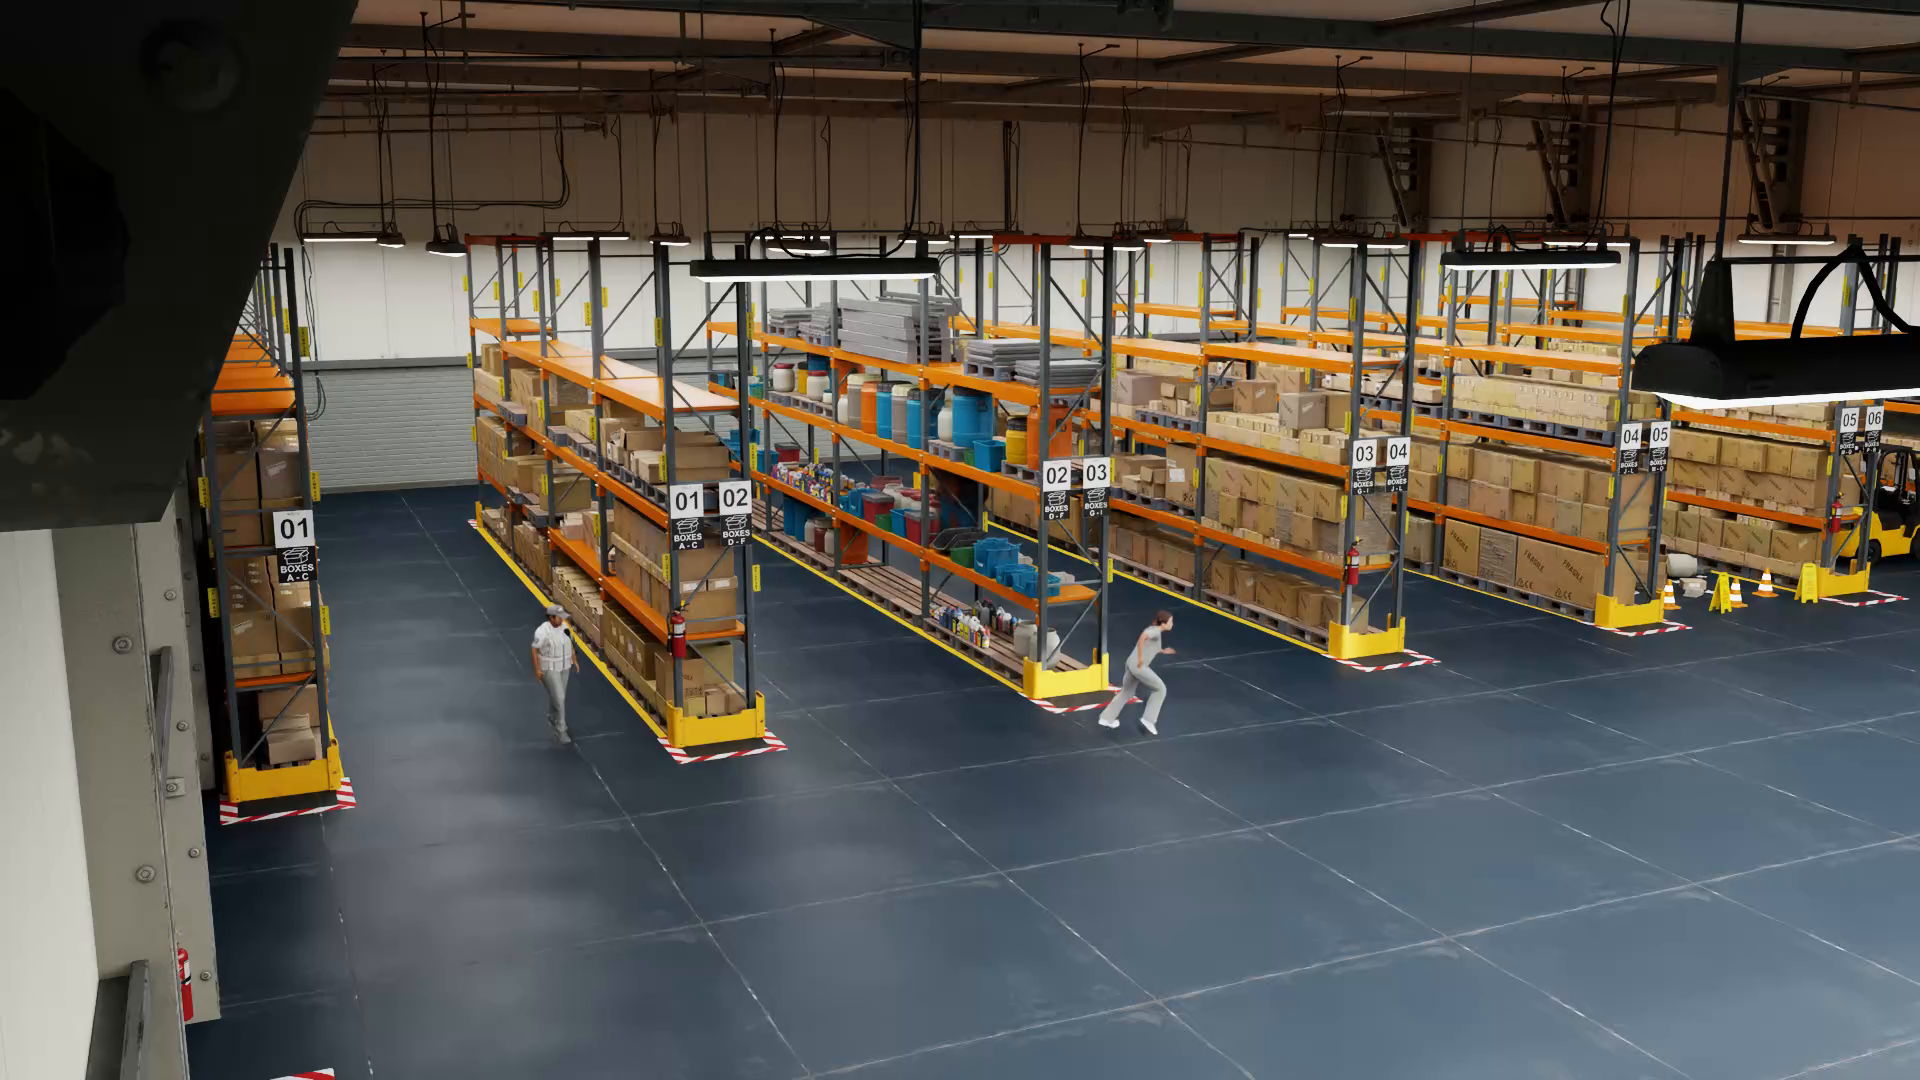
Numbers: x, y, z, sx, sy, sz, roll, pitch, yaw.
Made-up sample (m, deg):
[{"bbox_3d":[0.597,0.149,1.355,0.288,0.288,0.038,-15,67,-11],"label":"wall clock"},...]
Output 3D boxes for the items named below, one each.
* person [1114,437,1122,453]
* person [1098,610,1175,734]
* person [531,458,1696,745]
[{"bbox_3d":[3.932,-2.543,41.708,0.655,1.748,0.712,-7,13,-32],"label":"person"},{"bbox_3d":[2.196,1.658,20.589,0.954,1.600,0.603,0,11,-1],"label":"person"},{"bbox_3d":[4.341,0.466,25.674,8.381,1.957,20.642,9,14,38],"label":"person"}]
